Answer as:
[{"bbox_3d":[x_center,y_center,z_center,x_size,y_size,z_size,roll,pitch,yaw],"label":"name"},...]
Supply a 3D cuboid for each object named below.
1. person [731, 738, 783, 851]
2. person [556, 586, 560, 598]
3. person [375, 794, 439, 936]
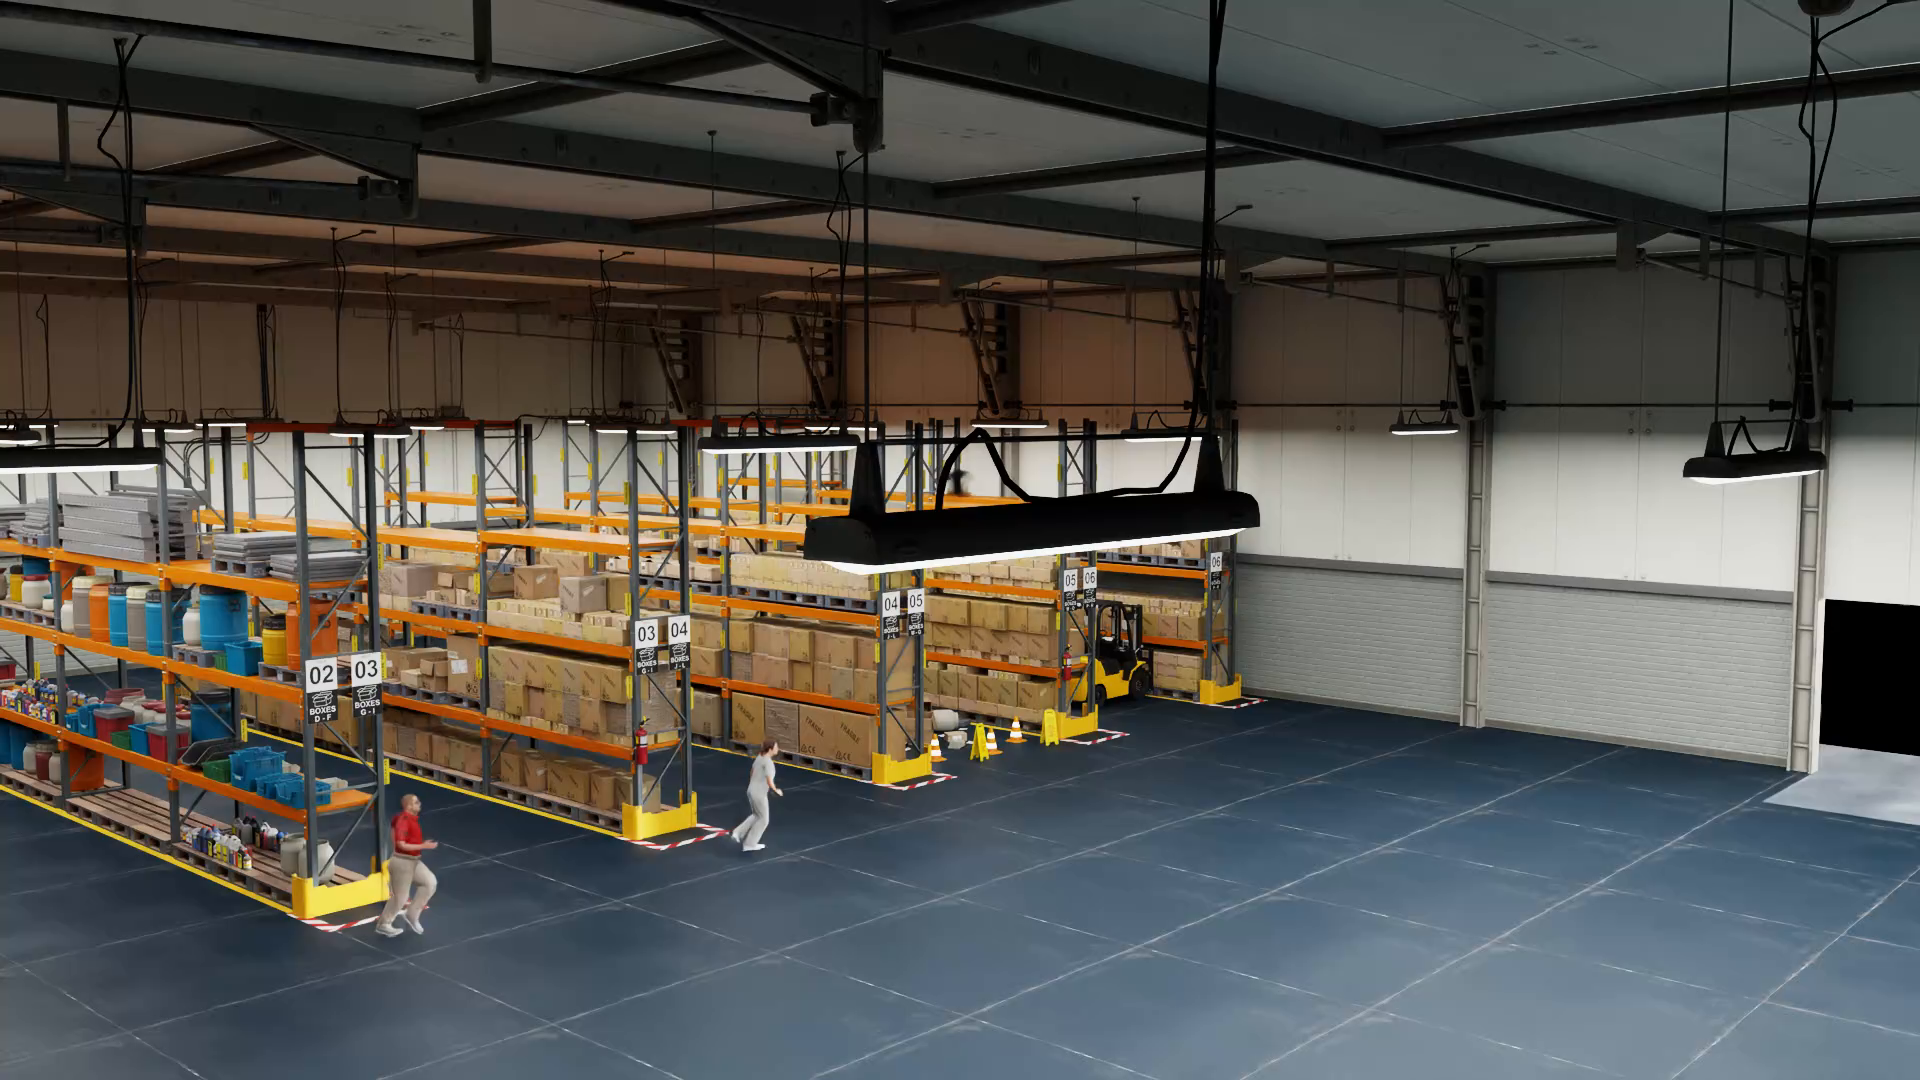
[{"bbox_3d":[-2.883,3.610,23.574,0.721,1.587,0.544,-2,5,-27],"label":"person"},{"bbox_3d":[-10.748,1.801,45.037,0.696,1.720,0.834,1,5,17],"label":"person"},{"bbox_3d":[-6.575,3.878,19.797,0.772,1.731,0.667,0,5,-3],"label":"person"}]
